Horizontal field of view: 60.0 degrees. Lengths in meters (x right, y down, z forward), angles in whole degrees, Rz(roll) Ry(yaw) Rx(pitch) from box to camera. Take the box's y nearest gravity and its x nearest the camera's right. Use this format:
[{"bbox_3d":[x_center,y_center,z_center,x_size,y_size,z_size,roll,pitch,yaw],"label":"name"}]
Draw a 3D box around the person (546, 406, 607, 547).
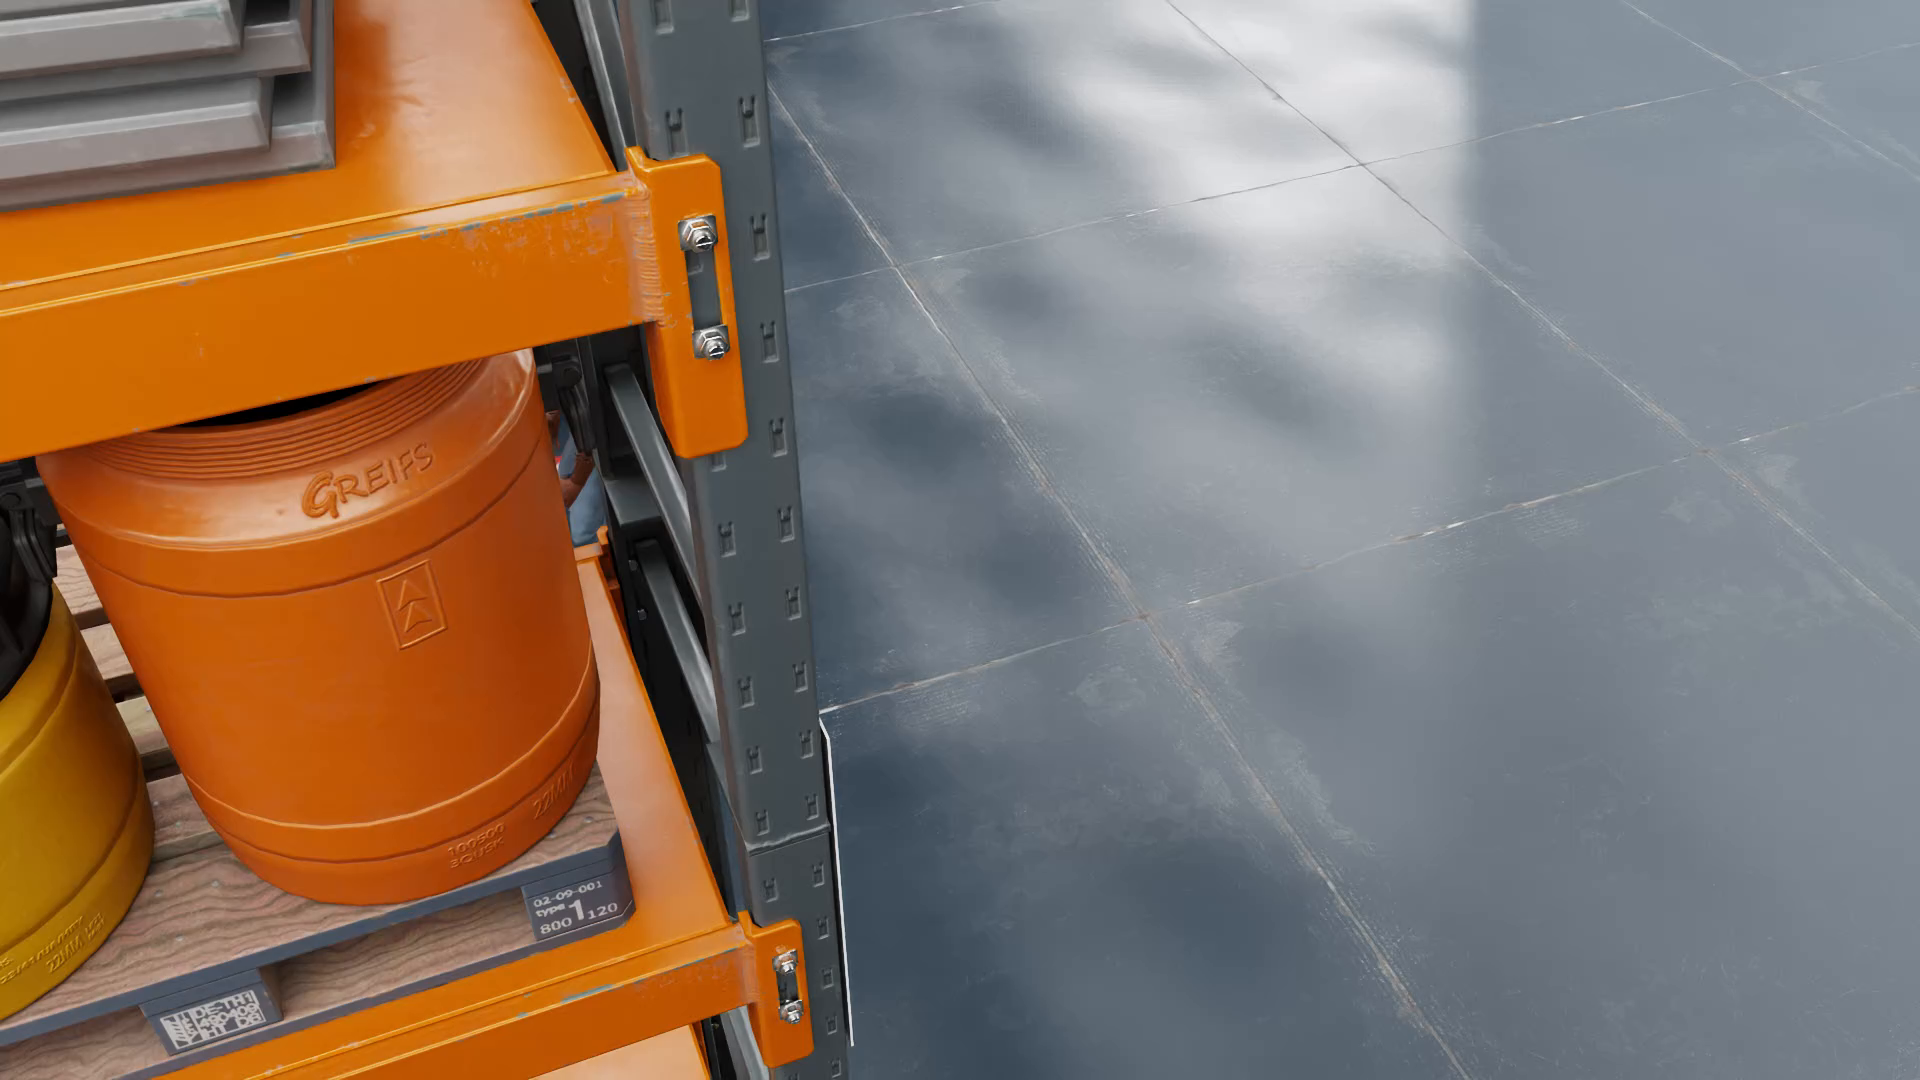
[{"bbox_3d":[-1.496,-0.392,6.701,0.599,1.613,0.616,-15,44,-16],"label":"person"}]
